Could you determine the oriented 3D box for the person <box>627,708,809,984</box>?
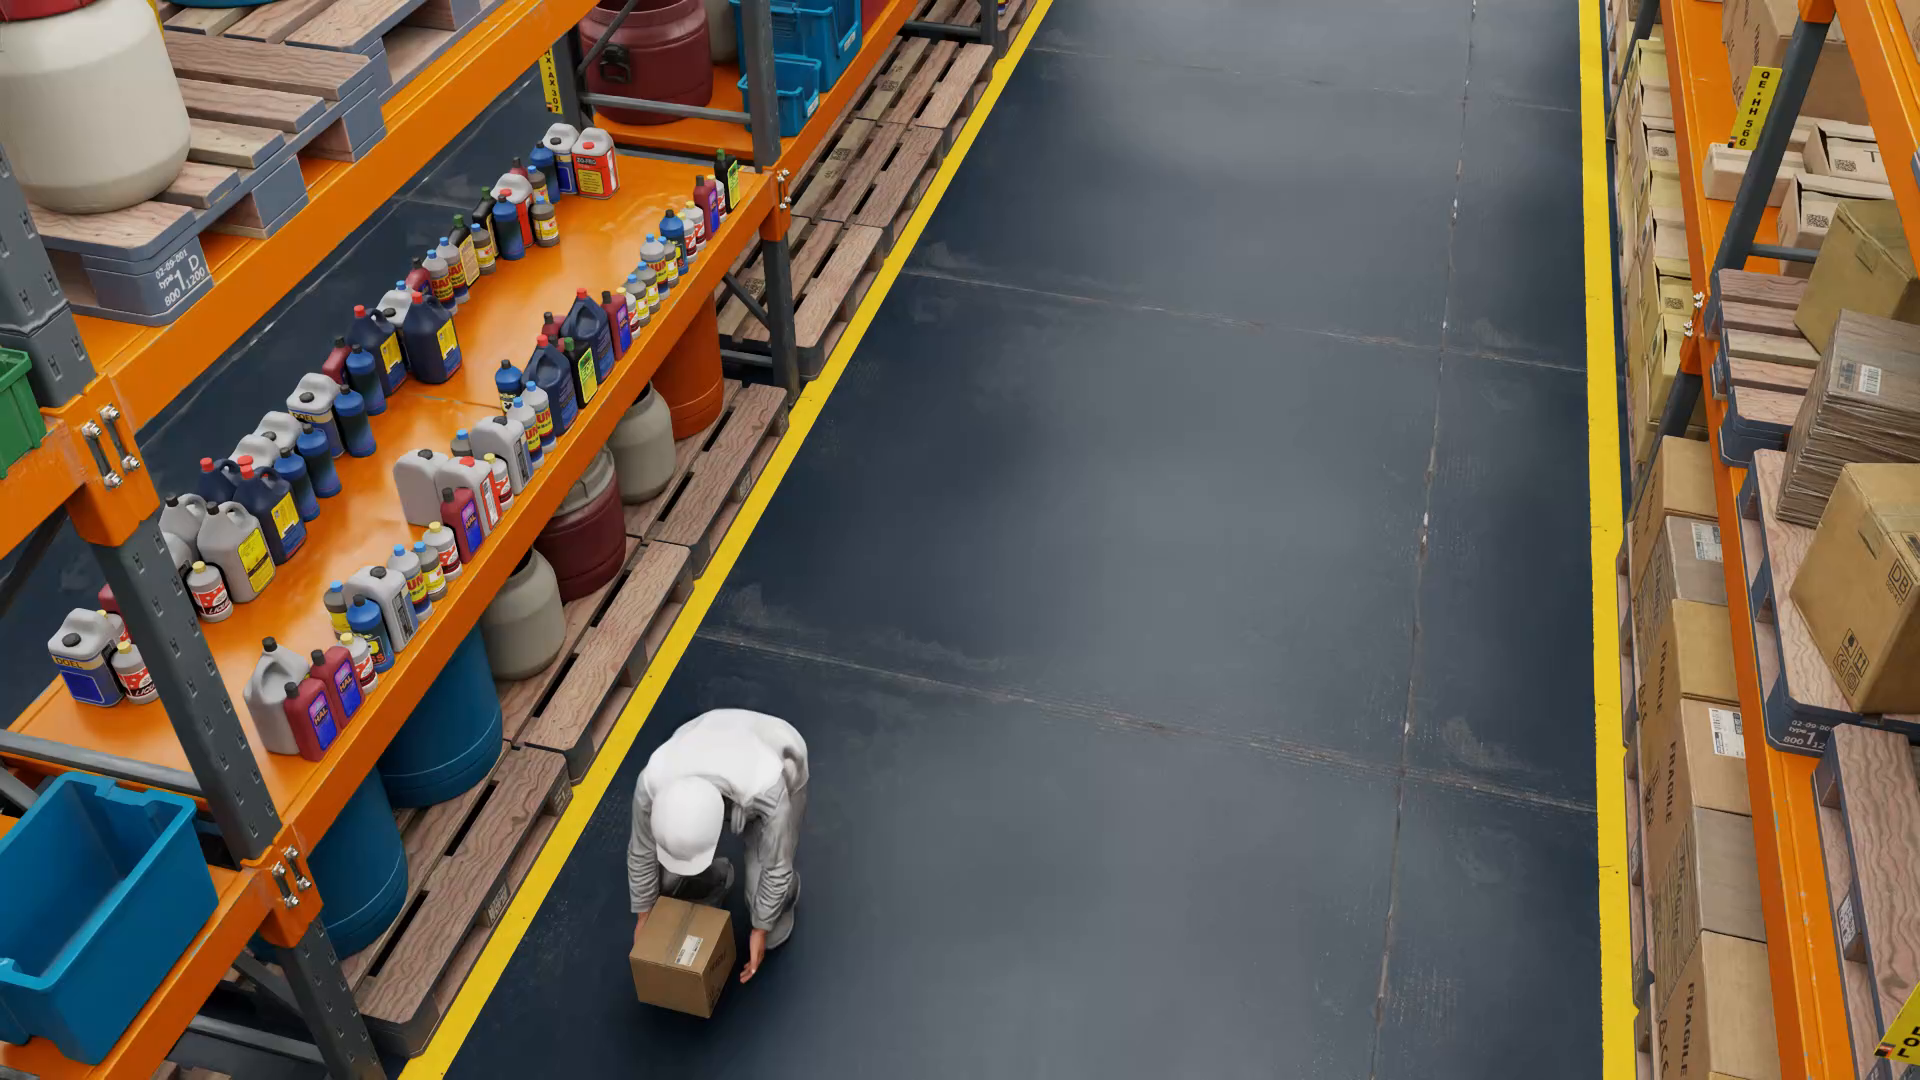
[{"bbox_3d":[-0.763,0.968,5.516,0.556,1.122,0.865,10,42,11],"label":"person"}]
